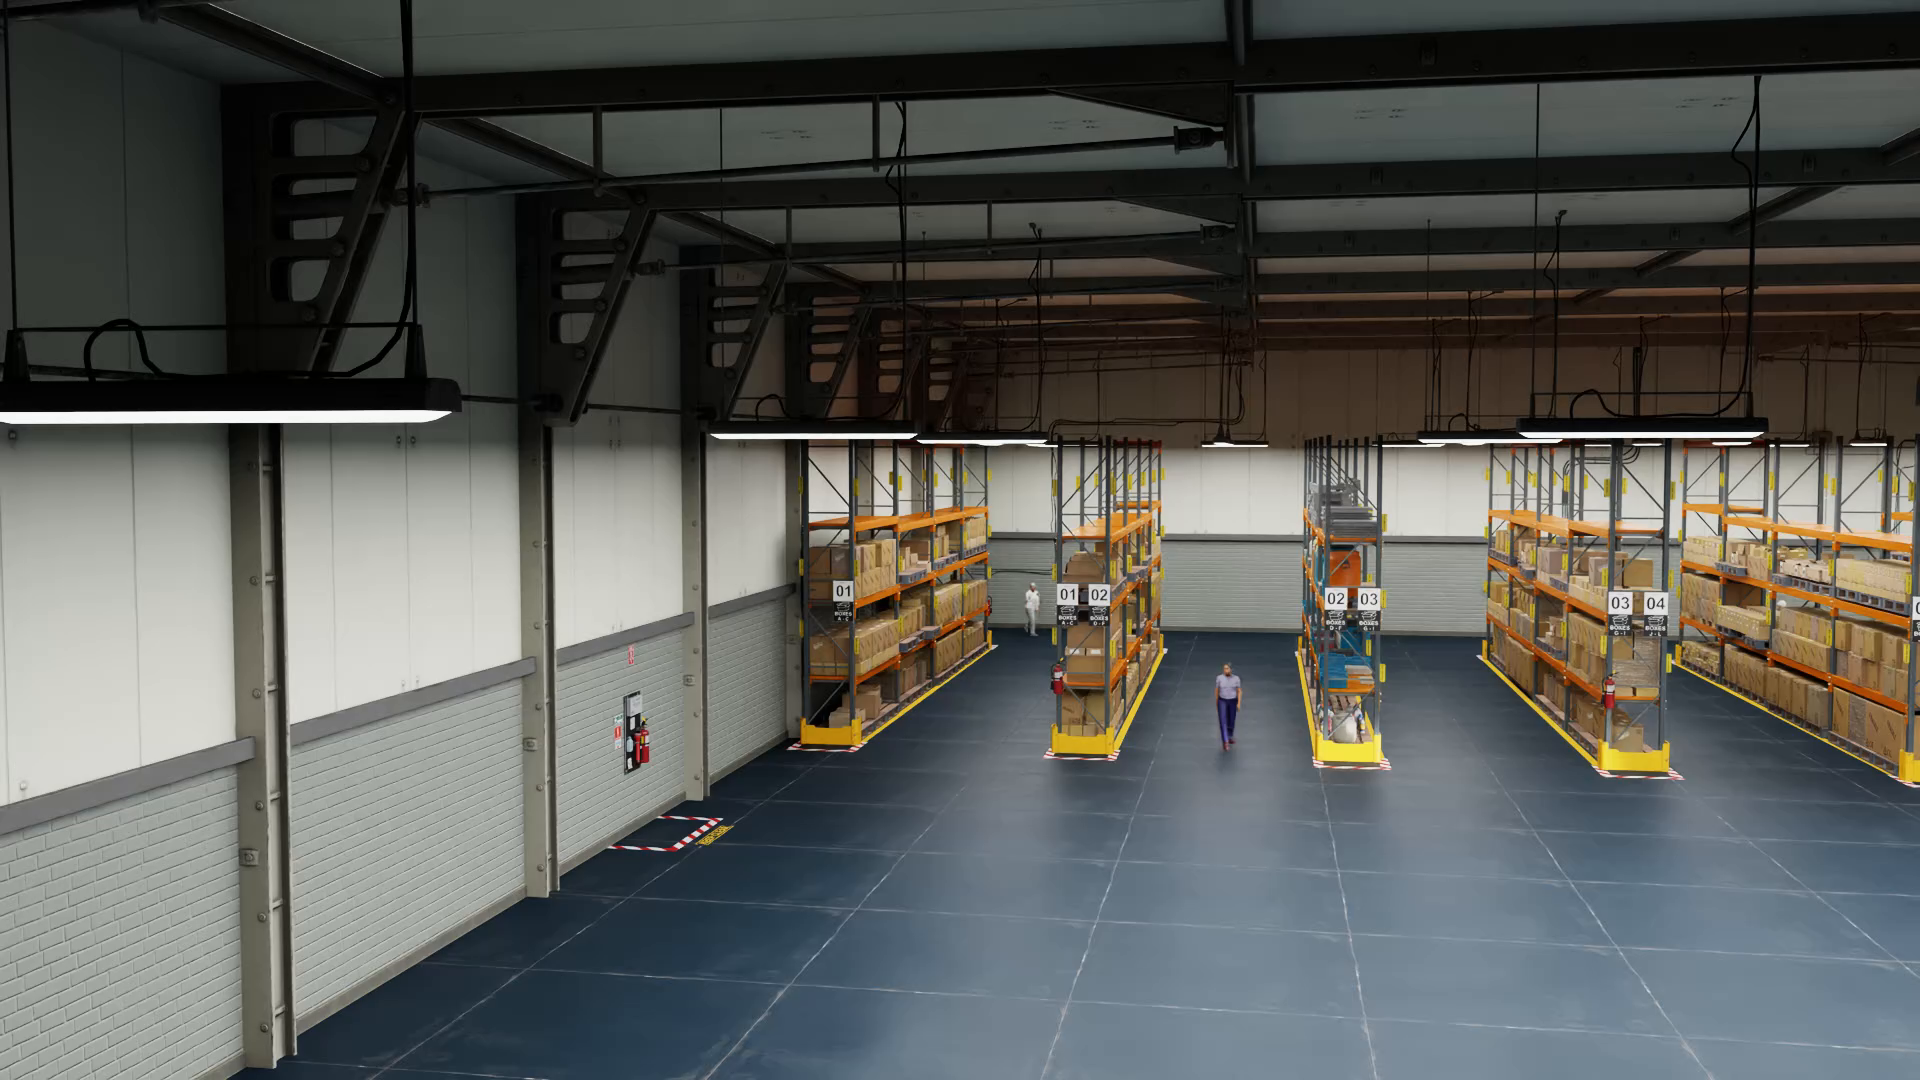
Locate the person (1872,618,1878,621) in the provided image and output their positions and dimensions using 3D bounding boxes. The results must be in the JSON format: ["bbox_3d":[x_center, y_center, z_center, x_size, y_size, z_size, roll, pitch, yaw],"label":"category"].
[{"bbox_3d":[25.717,2.368,46.617,0.437,1.719,0.456,0,3,-8],"label":"person"}]

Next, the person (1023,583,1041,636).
[{"bbox_3d":[2.194,2.127,51.294,0.496,1.621,0.806,-3,4,-41],"label":"person"}]

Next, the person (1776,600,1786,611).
[{"bbox_3d":[21.518,2.476,43.467,0.517,1.782,0.531,-1,3,-10],"label":"person"}]

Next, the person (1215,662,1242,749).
[{"bbox_3d":[5.177,3.166,32.000,0.499,1.613,0.902,0,3,2],"label":"person"}]
